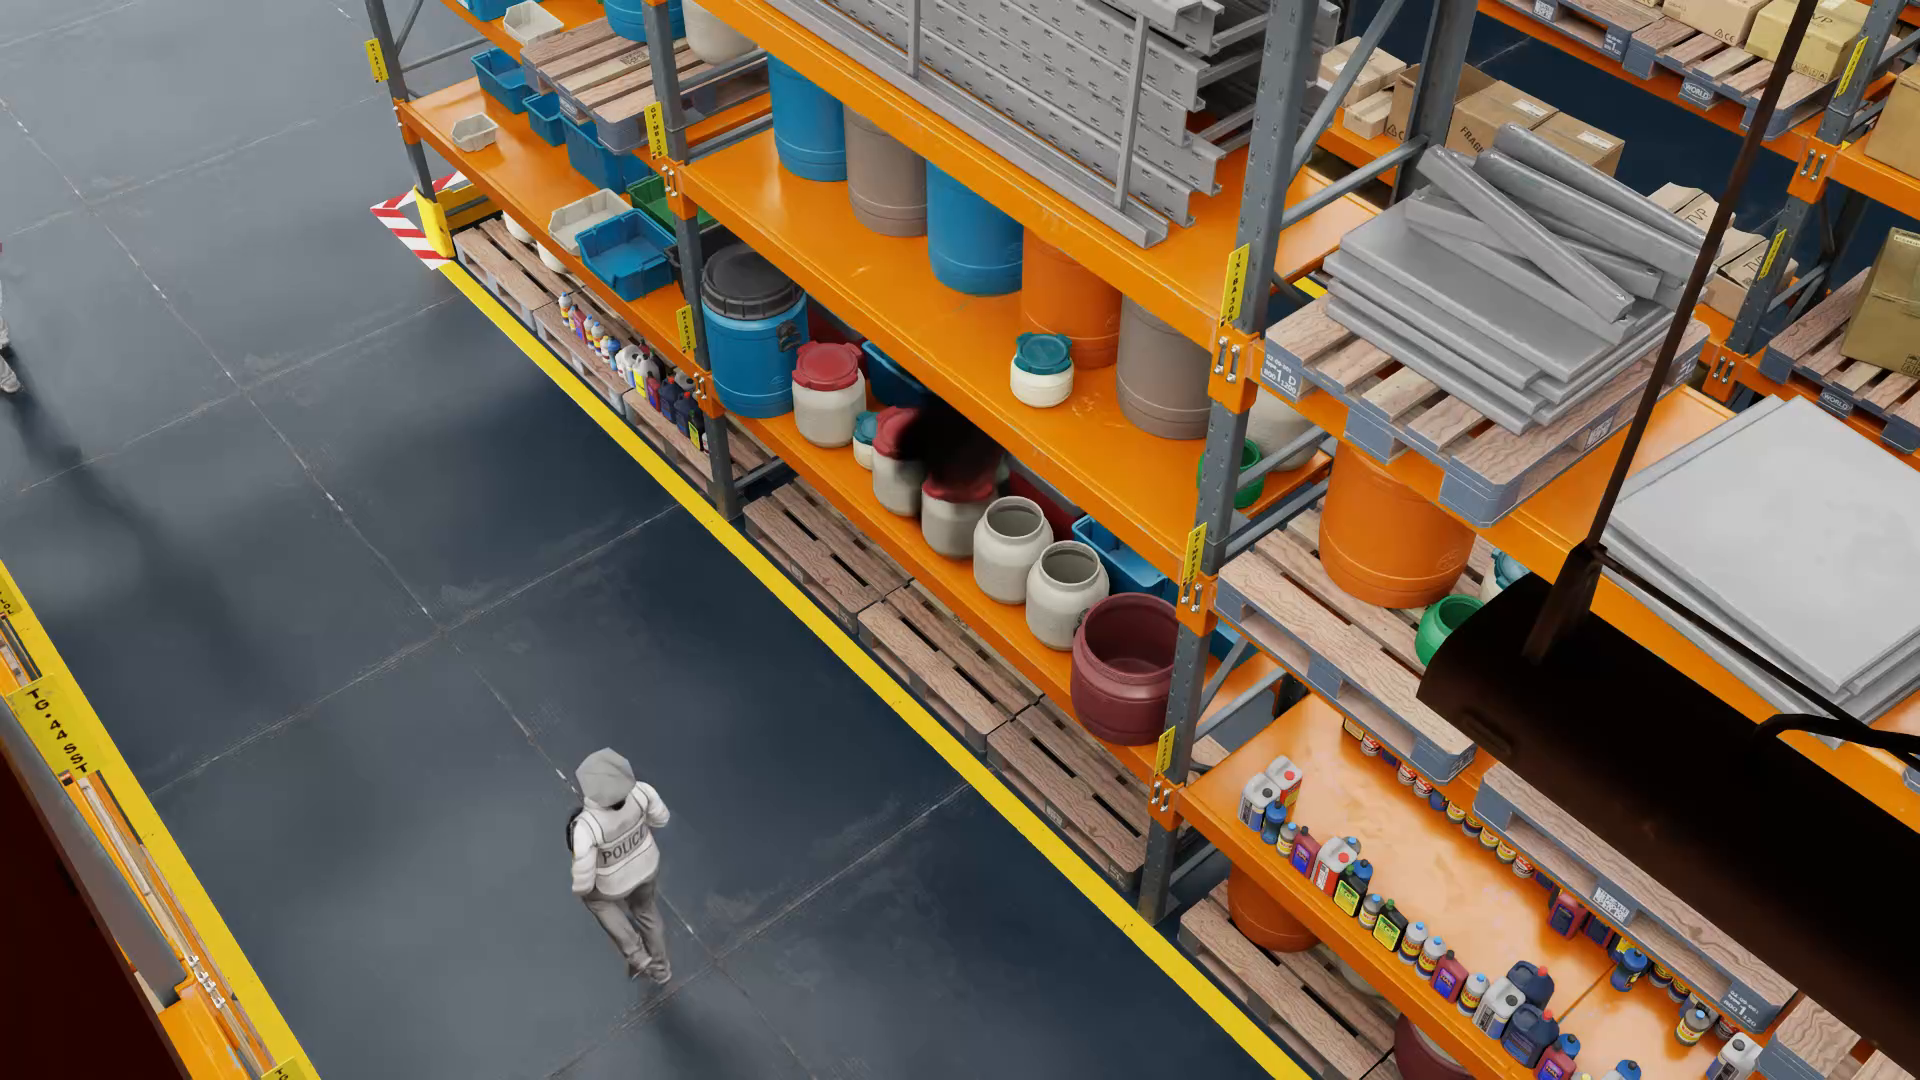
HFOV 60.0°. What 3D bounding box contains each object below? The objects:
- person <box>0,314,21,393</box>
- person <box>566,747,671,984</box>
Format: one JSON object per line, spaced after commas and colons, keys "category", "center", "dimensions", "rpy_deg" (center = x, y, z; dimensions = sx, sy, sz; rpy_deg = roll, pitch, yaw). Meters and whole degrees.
{"category": "person", "center": [-6.996, -1.800, 11.482], "dimensions": [0.734, 1.818, 0.690], "rpy_deg": [33, 55, 27]}
{"category": "person", "center": [-1.666, 1.542, 7.974], "dimensions": [0.589, 1.680, 0.528], "rpy_deg": [-34, 55, -28]}
